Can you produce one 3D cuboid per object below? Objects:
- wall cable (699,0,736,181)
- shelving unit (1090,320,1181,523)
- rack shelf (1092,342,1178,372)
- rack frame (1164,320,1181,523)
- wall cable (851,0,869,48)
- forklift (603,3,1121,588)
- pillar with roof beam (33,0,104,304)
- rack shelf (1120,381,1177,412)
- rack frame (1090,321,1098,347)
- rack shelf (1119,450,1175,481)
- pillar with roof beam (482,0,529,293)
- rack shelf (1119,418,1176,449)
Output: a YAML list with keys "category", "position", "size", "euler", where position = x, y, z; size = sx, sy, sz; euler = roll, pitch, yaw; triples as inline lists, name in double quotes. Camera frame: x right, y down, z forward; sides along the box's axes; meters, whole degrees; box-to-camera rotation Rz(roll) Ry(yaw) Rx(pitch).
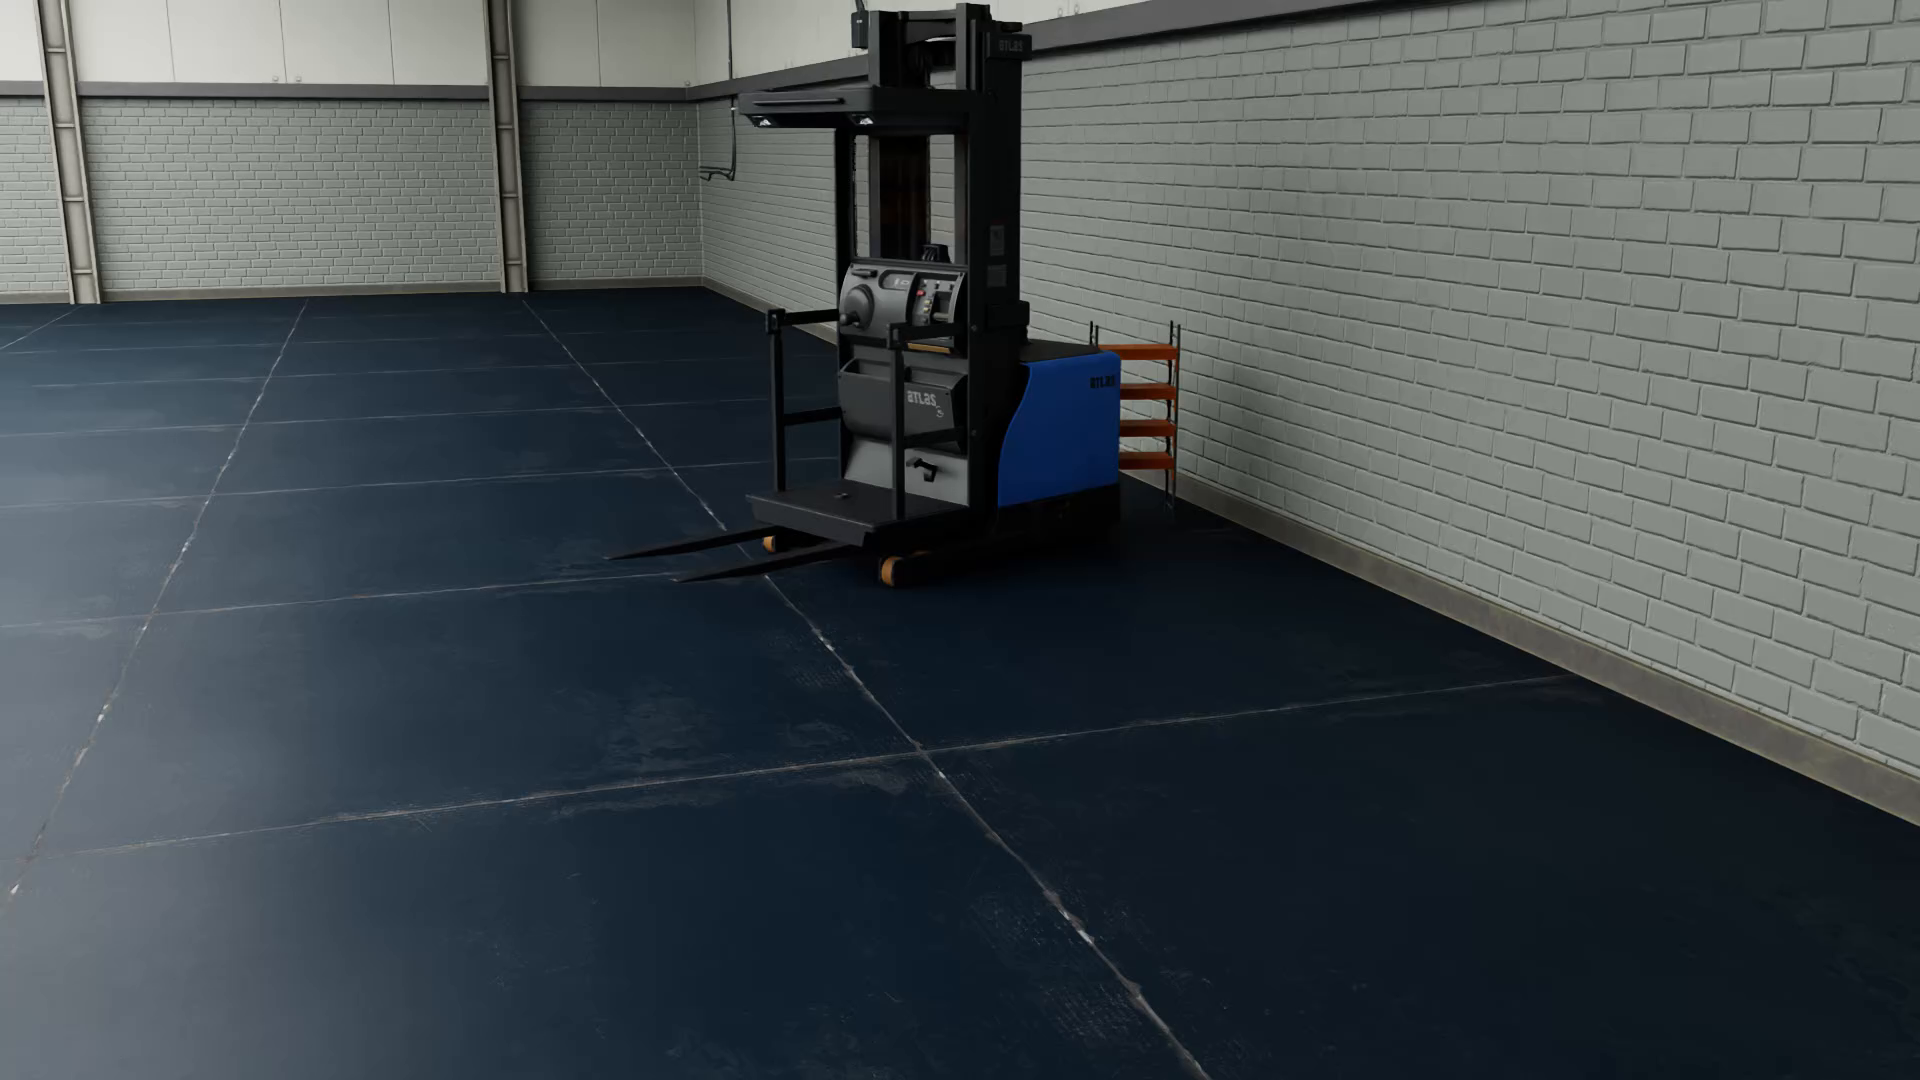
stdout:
- category: "wall cable"
  position: [-3.732, -6.670, 24.947]
  size: [0.112, 2.526, 3.097]
  euler: [-4, 14, -18]
- category: "shelving unit"
  position: [1.040, -0.709, 10.032]
  size: [0.503, 1.200, 0.258]
  euler: [-1, 13, -4]
- category: "rack shelf"
  position: [1.040, -1.092, 9.941]
  size: [0.480, 0.148, 0.258]
  euler: [-1, 13, -4]
- category: "rack frame"
  position: [1.284, -0.713, 10.049]
  size: [0.015, 1.200, 0.240]
  euler: [-1, 13, -4]
- category: "wall cable"
  position: [-0.719, -7.752, 15.436]
  size: [0.169, 6.003, 2.305]
  euler: [-4, 14, -18]
- category: "forklift"
  position: [-0.468, -1.312, 8.823]
  size: [3.031, 2.935, 1.130]
  euler: [-13, 18, -42]
- category: "pillar with roof beam"
  position: [-11.259, -6.866, 19.062]
  size: [0.400, 9.000, 9.100]
  euler: [-4, 14, -18]
- category: "rack shelf"
  position: [1.040, -0.862, 9.996]
  size: [0.480, 0.148, 0.258]
  euler: [-1, 13, -4]
- category: "rack frame"
  position: [0.797, -0.705, 10.015]
  size: [0.015, 1.200, 0.240]
  euler: [-1, 13, -4]
- category: "rack shelf"
  position: [1.040, -0.451, 10.094]
  size: [0.480, 0.148, 0.258]
  euler: [-1, 13, -4]
- category: "pillar with roof beam"
  position: [-5.573, -7.309, 20.923]
  size: [0.400, 9.000, 9.100]
  euler: [-4, 14, -18]
- category: "rack shelf"
  position: [1.040, -0.644, 10.048]
  size: [0.480, 0.148, 0.258]
  euler: [-1, 13, -4]
